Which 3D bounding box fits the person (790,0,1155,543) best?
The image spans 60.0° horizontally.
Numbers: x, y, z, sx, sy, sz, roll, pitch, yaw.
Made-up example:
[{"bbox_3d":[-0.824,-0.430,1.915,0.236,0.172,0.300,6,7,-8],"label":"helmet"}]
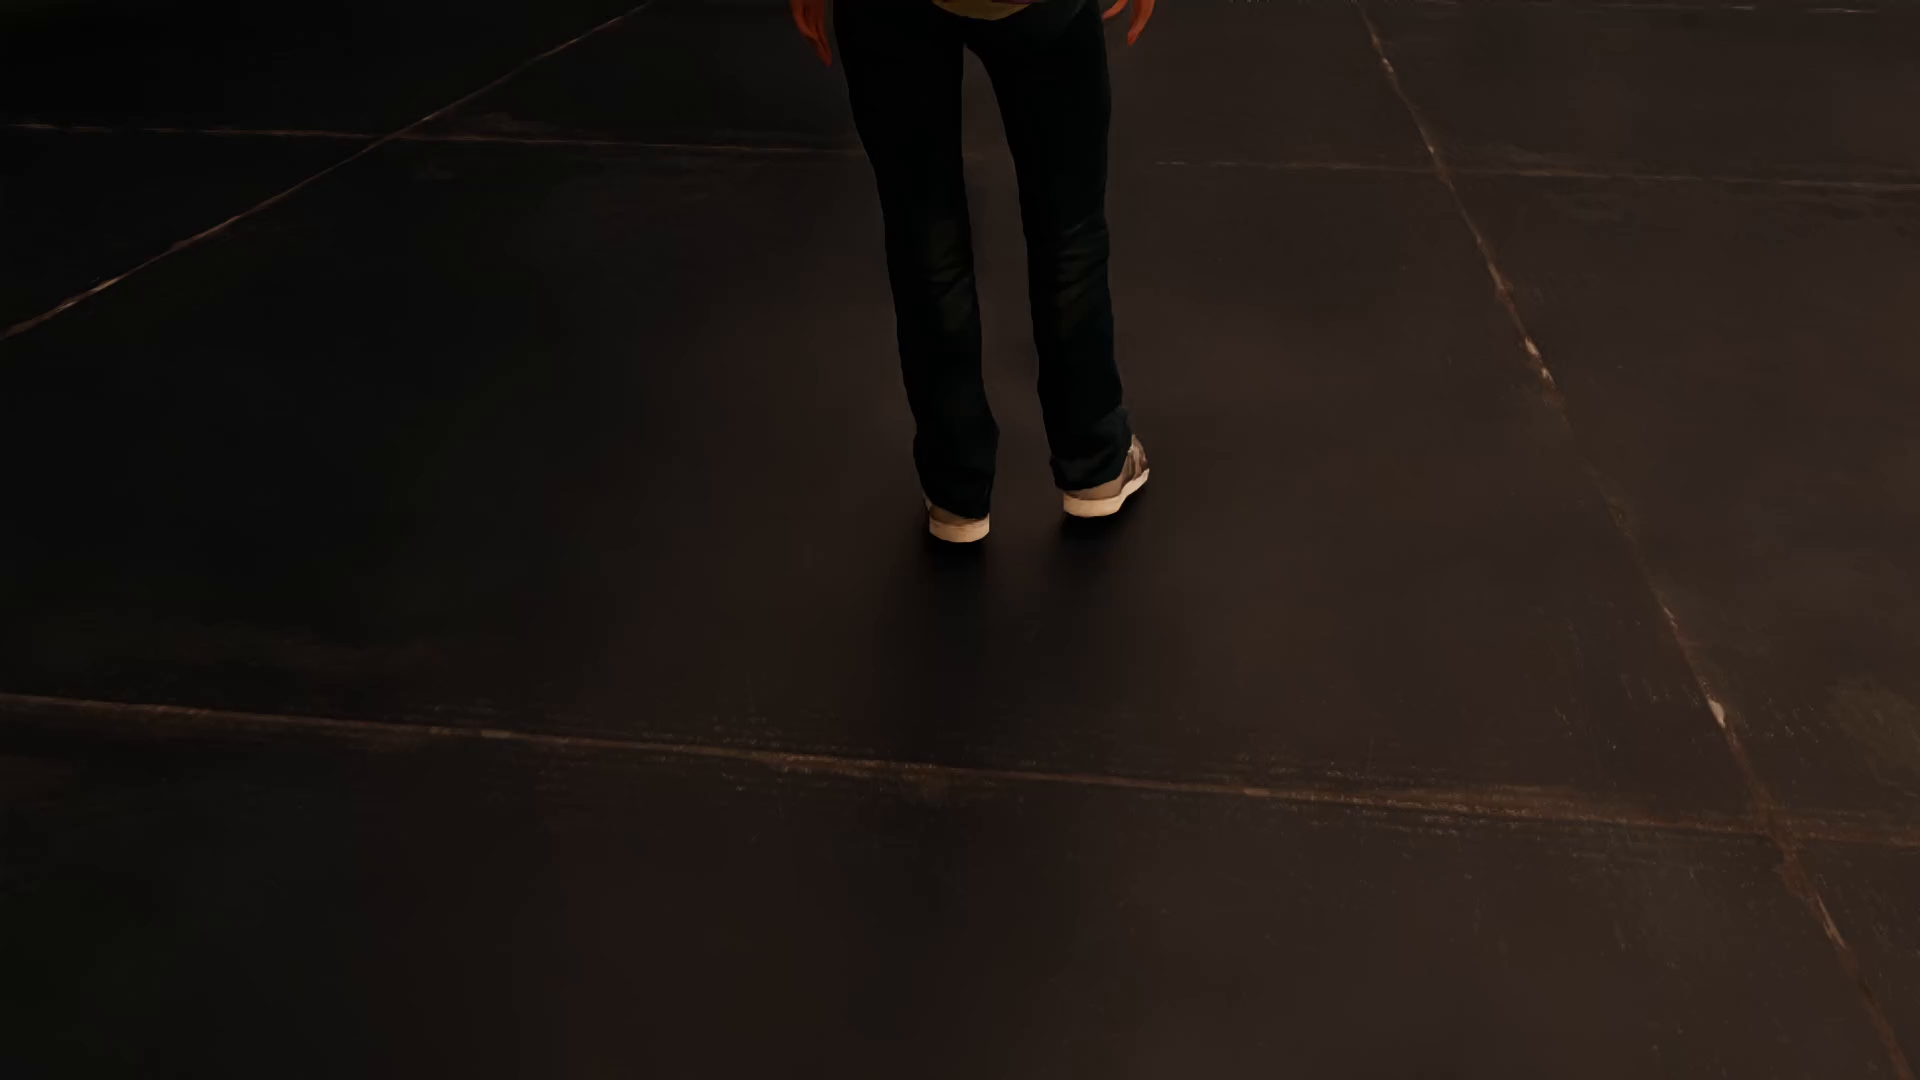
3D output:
[{"bbox_3d":[0.023,-0.747,2.208,0.520,1.583,0.474,3,27,7],"label":"person"}]
